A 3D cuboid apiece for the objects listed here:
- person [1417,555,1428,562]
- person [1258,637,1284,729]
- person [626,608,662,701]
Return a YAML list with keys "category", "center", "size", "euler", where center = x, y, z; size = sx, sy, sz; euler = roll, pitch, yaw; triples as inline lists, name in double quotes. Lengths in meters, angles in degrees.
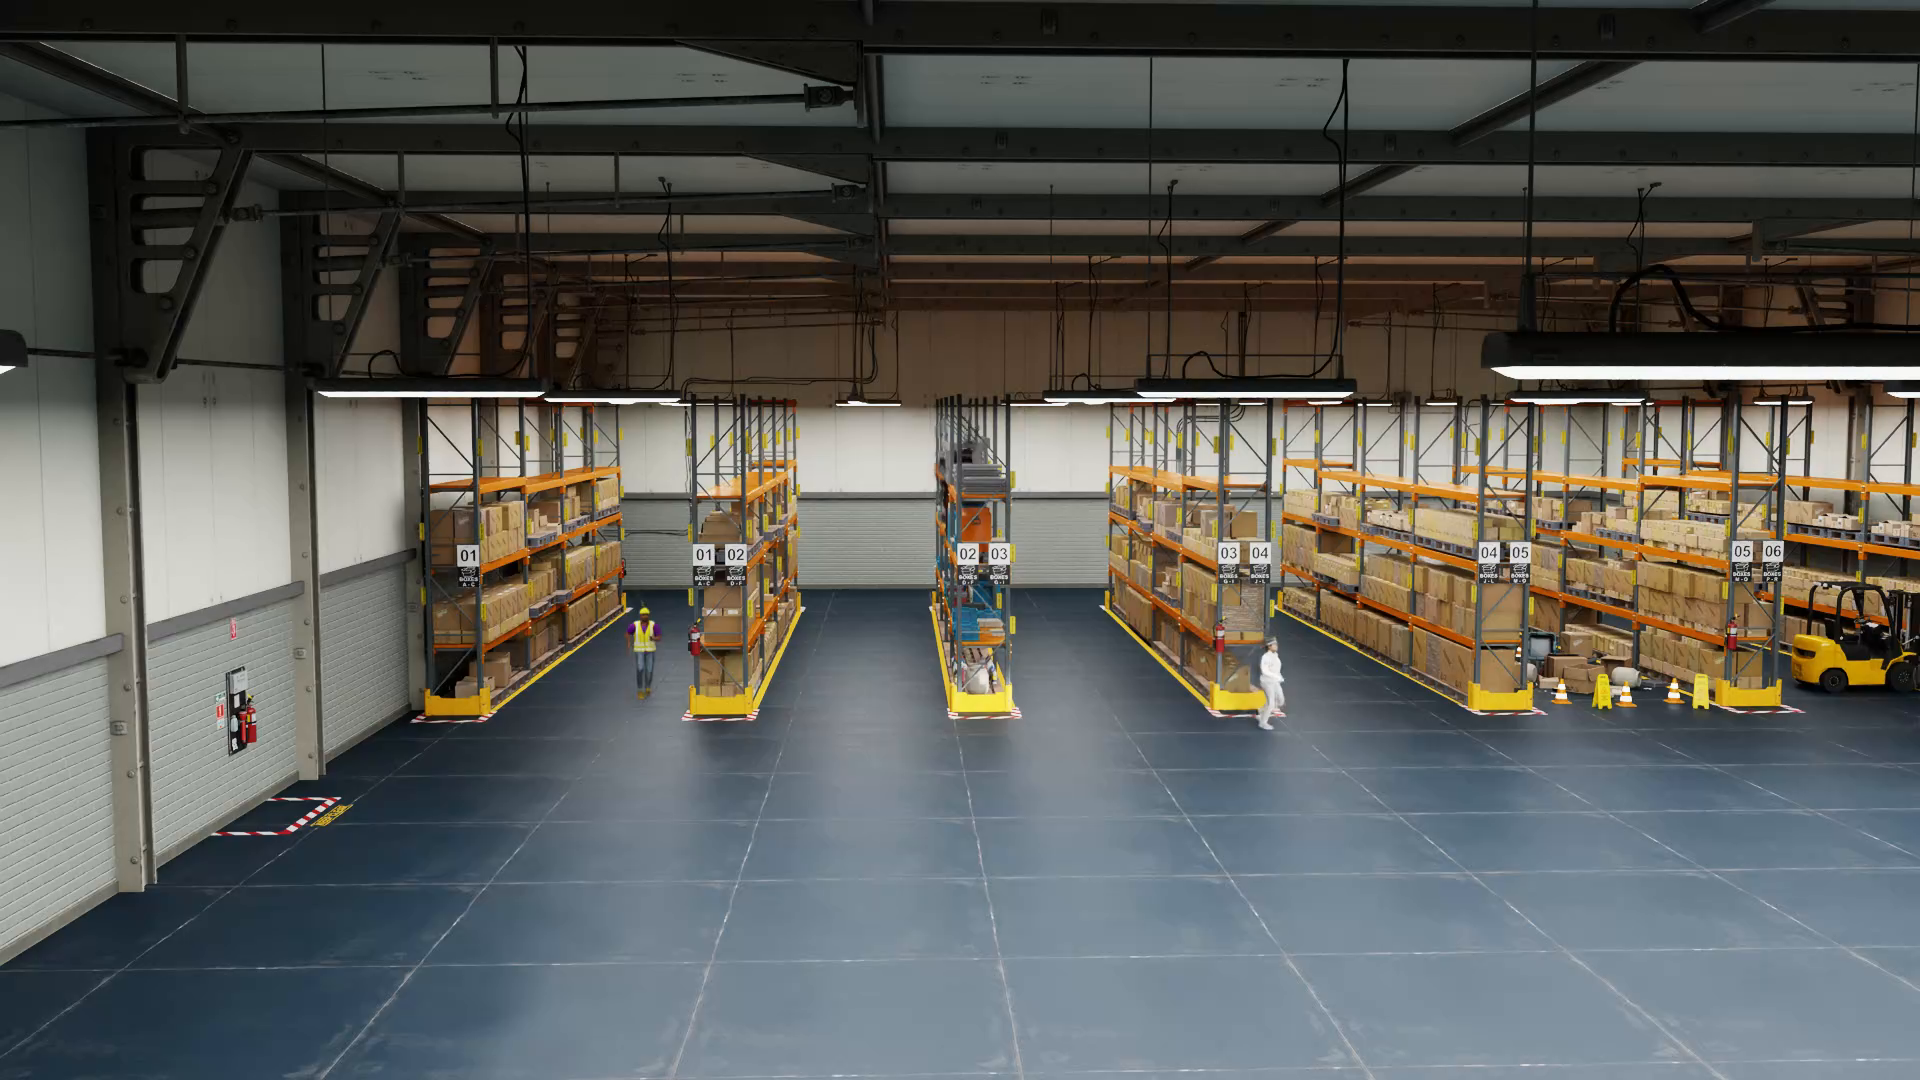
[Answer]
- category: "person"
  center: [13.692, 0.979, 49.282]
  size: [0.750, 1.836, 0.675]
  euler: [0, 4, 1]
- category: "person"
  center: [5.605, 2.556, 29.845]
  size: [0.576, 1.660, 0.662]
  euler: [3, 6, 36]
- category: "person"
  center: [-6.249, 2.250, 32.961]
  size: [0.678, 1.831, 0.770]
  euler: [-1, 5, -17]
